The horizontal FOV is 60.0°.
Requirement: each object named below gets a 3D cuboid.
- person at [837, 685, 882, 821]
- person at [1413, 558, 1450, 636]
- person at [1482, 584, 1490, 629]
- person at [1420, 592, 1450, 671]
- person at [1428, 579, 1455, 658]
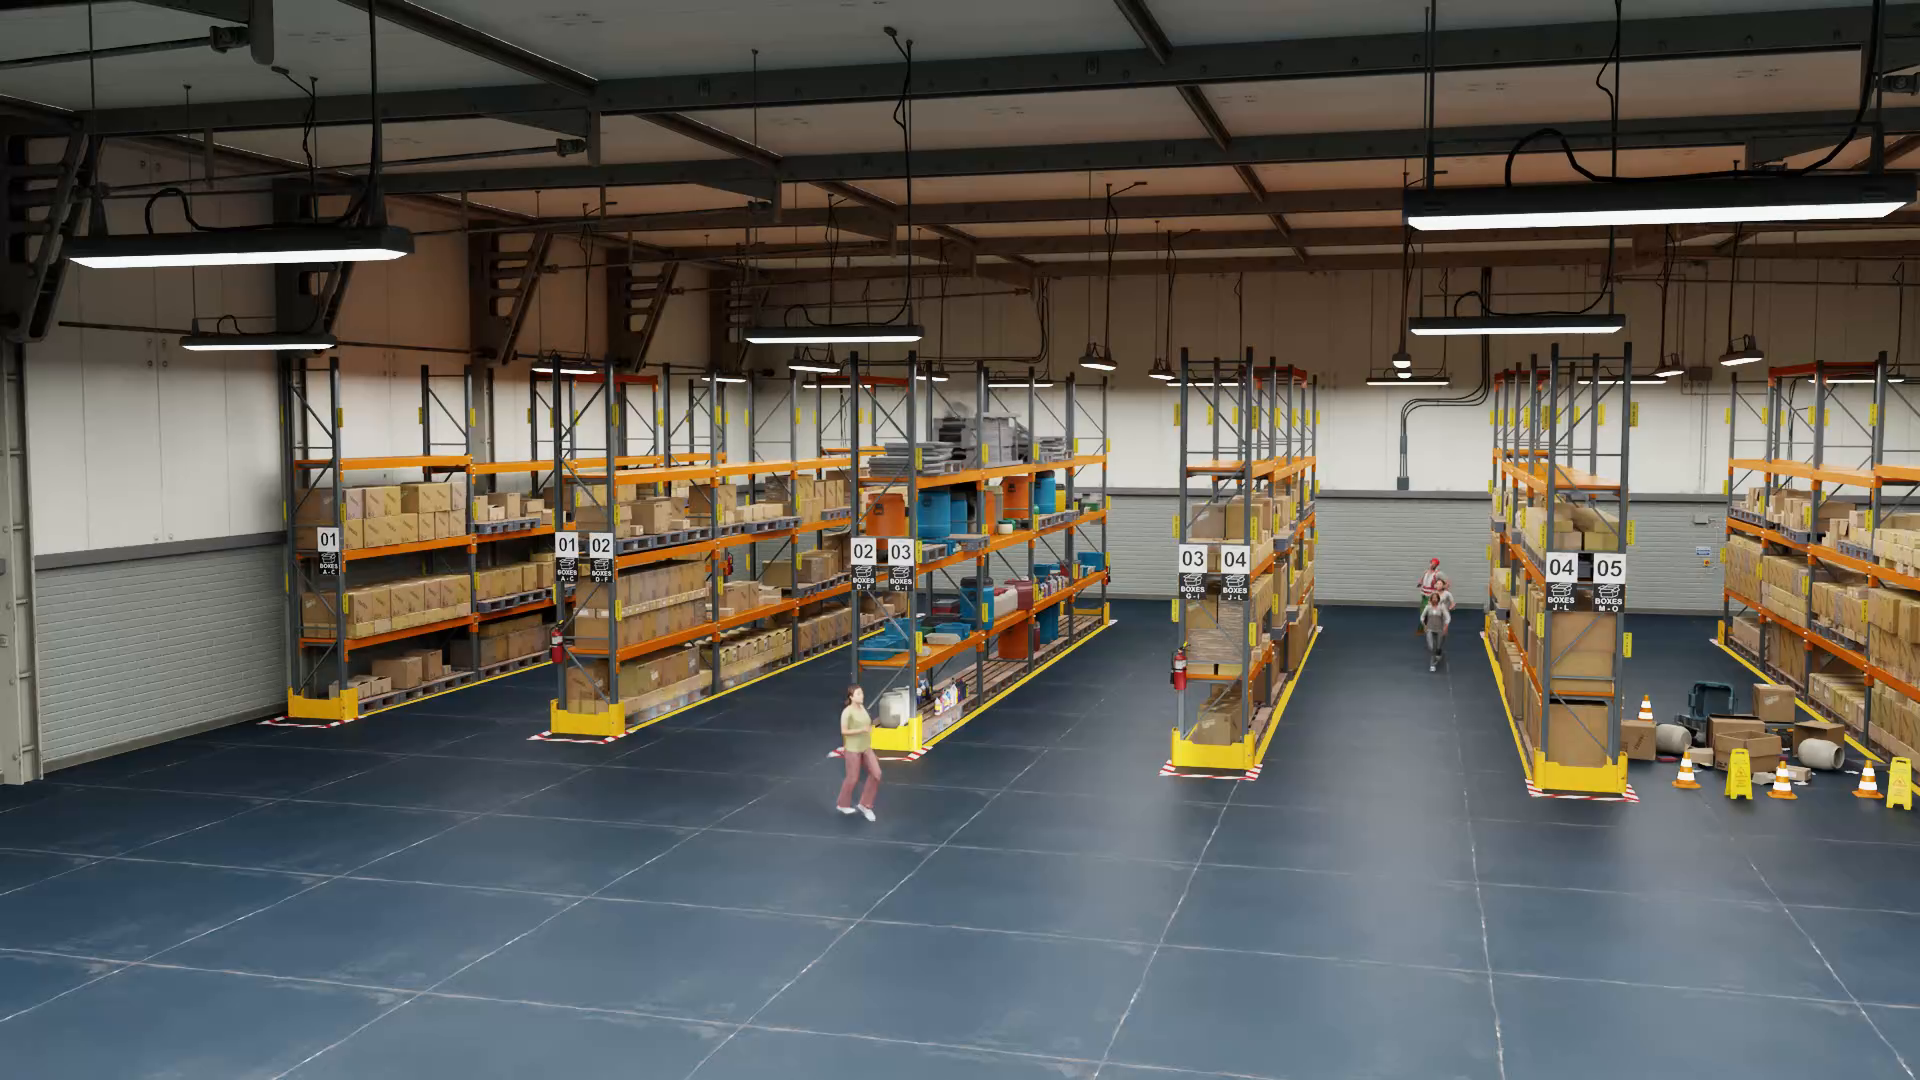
[{"bbox_3d":[-1.276,2.649,20.726,0.670,1.705,0.558,4,6,42],"label":"person"},{"bbox_3d":[10.824,1.299,38.304,0.796,1.795,0.722,-2,5,-29],"label":"person"},{"bbox_3d":[12.695,1.319,39.206,0.745,1.695,0.699,2,5,26],"label":"person"},{"bbox_3d":[9.414,1.816,32.969,0.583,1.534,0.575,1,4,18],"label":"person"},{"bbox_3d":[10.034,1.638,34.692,0.563,1.665,0.793,2,4,20],"label":"person"}]
